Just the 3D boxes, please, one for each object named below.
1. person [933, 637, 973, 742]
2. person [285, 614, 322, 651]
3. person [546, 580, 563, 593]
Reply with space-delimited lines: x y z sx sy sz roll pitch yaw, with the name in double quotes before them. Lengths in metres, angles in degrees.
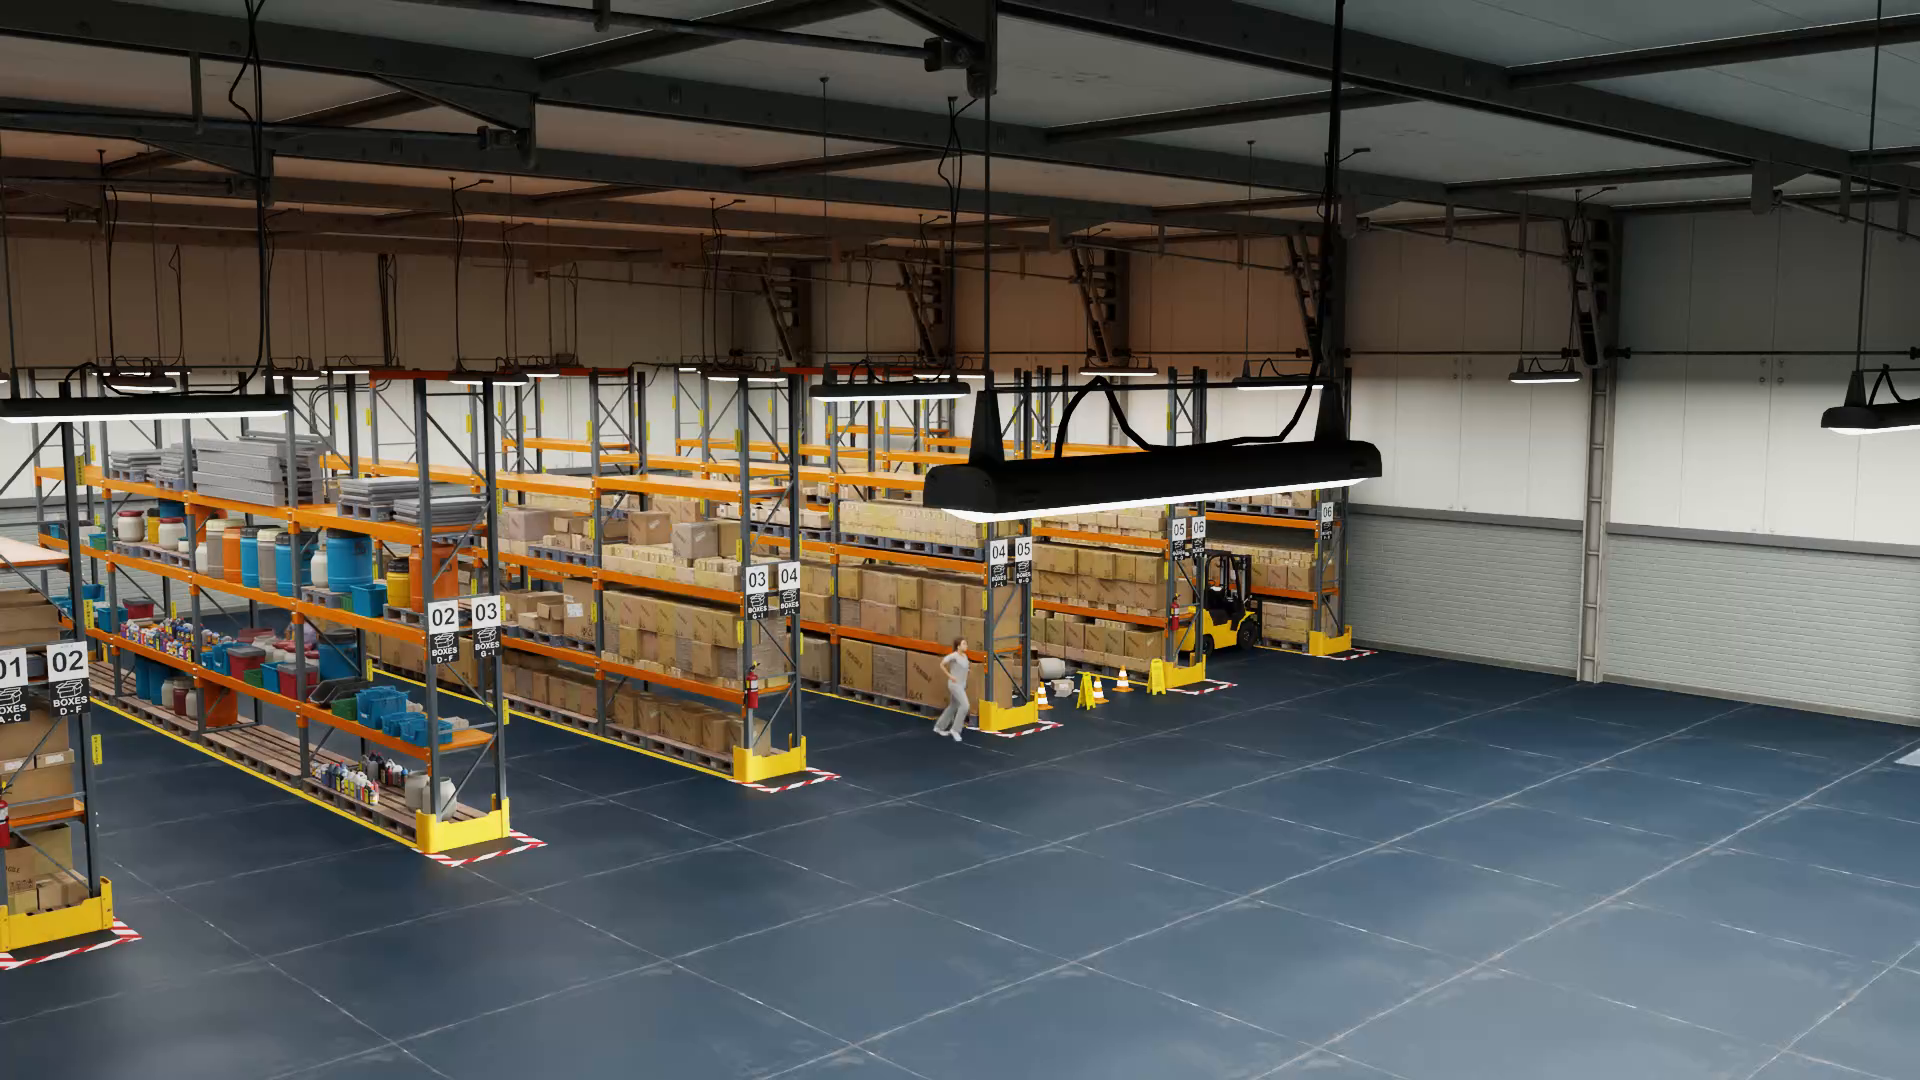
"person" -0.084 2.448 27.380 0.679 1.682 0.562 3 7 23
"person" -12.029 2.082 30.621 0.822 1.683 0.570 4 8 32
"person" -10.156 0.746 41.785 0.641 1.834 0.727 4 8 33
